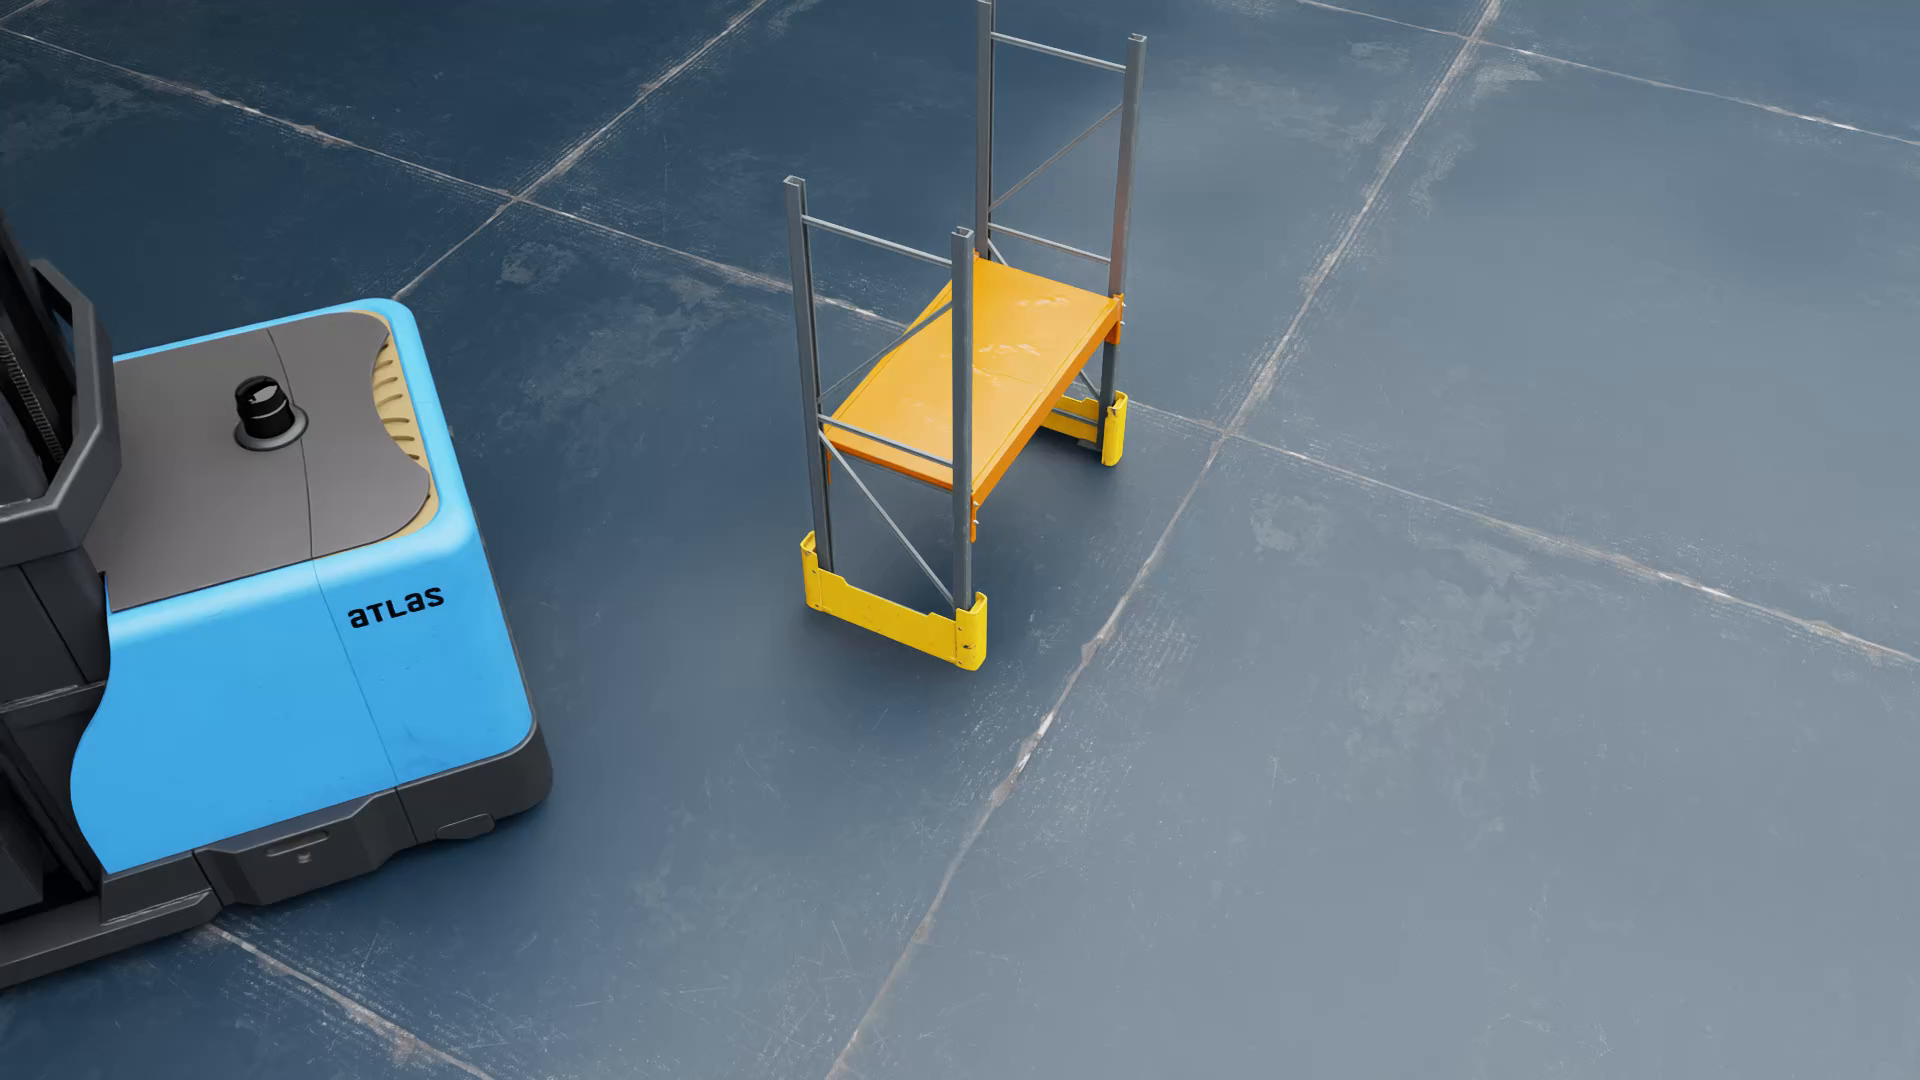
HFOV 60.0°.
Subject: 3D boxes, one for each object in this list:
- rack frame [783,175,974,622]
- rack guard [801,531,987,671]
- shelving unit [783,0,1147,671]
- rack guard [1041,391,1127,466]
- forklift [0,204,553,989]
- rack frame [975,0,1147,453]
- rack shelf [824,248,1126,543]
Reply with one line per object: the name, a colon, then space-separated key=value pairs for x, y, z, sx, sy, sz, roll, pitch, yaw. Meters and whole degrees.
rack frame: x=-0.196 y=-0.261 z=4.453 sx=0.500 sy=1.500 sz=0.032 roll=20 pitch=49 yaw=19
rack guard: x=-0.196 y=0.178 z=4.898 sx=0.587 sy=0.250 sz=0.087 roll=20 pitch=49 yaw=19
shelving unit: x=0.035 y=-0.575 z=4.764 sx=0.587 sy=1.500 sz=1.083 roll=20 pitch=49 yaw=19
rack guard: x=0.267 y=-0.450 z=5.519 sx=0.587 sy=0.250 sz=0.087 roll=20 pitch=49 yaw=19
forklift: x=-2.670 y=-0.216 z=3.402 sx=3.031 sy=2.935 sz=1.130 roll=-16 pitch=48 yaw=-16
rack frame: x=0.276 y=-0.901 z=5.086 sx=0.500 sy=1.500 sz=0.032 roll=20 pitch=49 yaw=19
rack shelf: x=0.040 y=-0.455 z=4.898 sx=0.538 sy=0.185 sz=1.000 roll=20 pitch=49 yaw=19
